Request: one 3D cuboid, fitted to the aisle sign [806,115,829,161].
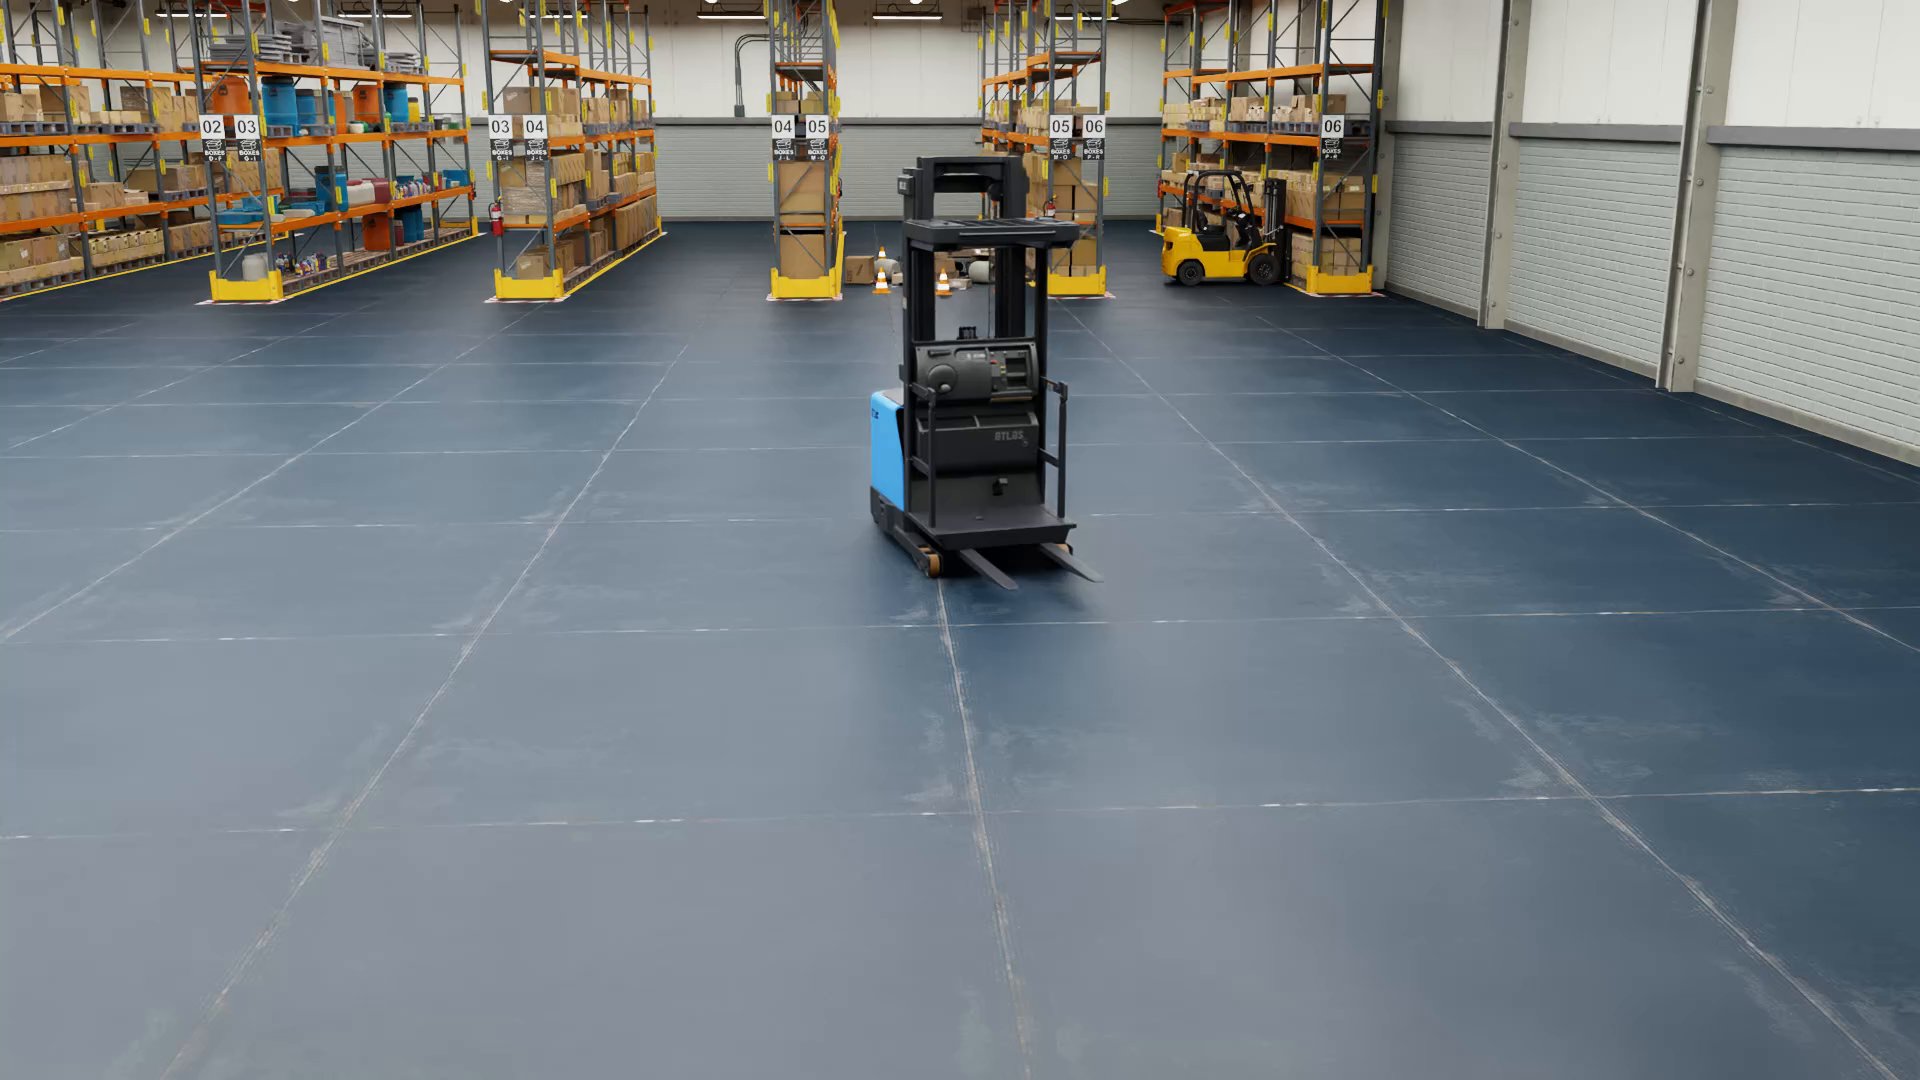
[{"bbox_3d":[-2.531,-7.141,29.545,0.394,0.787,0.004,-1,14,-3],"label":"aisle sign"}]

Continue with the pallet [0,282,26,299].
[{"bbox_3d":[-17.769,-4.531,30.213,1.003,0.211,1.213,-1,14,-3],"label":"pallet"}]

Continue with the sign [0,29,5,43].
[{"bbox_3d":[-22.826,-12.006,39.597,0.100,0.325,0.005,-1,14,-3],"label":"sign"}]

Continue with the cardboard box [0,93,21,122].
[{"bbox_3d":[-17.510,-7.881,30.294,0.500,0.500,0.500,-1,14,-3],"label":"cardboard box"}]

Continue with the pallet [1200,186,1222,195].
[{"bbox_3d":[6.432,-8.455,40.251,1.003,0.211,1.213,-1,14,-3],"label":"pallet"}]

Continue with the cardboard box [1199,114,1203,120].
[{"bbox_3d":[6.003,-10.244,40.261,0.380,0.149,0.250,-1,14,-2],"label":"cardboard box"}]

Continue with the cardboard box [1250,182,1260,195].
[{"bbox_3d":[6.480,-7.485,35.394,0.500,0.250,0.500,-1,14,-5],"label":"cardboard box"}]

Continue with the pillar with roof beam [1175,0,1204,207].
[{"bbox_3d":[2.497,-13.577,47.735,9.100,9.000,0.548,-1,14,-3],"label":"pillar with roof beam"}]

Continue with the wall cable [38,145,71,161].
[{"bbox_3d":[-24.638,-10.389,45.348,0.084,1.984,1.851,-1,14,-3],"label":"wall cable"}]

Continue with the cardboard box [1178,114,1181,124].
[{"bbox_3d":[5.967,-10.956,43.271,0.500,0.250,0.500,-1,14,-2],"label":"cardboard box"}]

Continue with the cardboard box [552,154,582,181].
[{"bbox_3d":[-7.705,-7.283,32.510,0.500,0.500,0.500,-1,14,-3],"label":"cardboard box"}]

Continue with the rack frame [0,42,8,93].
[{"bbox_3d":[-23.367,-11.504,39.679,1.000,3.000,0.127,-1,14,-3],"label":"rack frame"}]

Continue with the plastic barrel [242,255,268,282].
[{"bbox_3d":[-12.852,-4.928,30.311,0.421,0.512,0.421,0,14,0],"label":"plastic barrel"}]

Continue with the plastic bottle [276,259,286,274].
[{"bbox_3d":[-13.163,-5.305,32.208,0.152,0.276,0.135,-1,14,-3],"label":"plastic bottle"}]

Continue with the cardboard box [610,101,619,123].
[{"bbox_3d":[-8.436,-10.047,38.986,0.797,0.503,0.637,-1,14,-4],"label":"cardboard box"}]

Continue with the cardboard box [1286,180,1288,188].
[{"bbox_3d":[6.613,-7.030,32.825,0.380,0.149,0.250,-1,14,-5],"label":"cardboard box"}]

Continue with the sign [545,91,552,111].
[{"bbox_3d":[-7.250,-7.728,29.269,0.100,0.325,0.005,-1,14,-3],"label":"sign"}]

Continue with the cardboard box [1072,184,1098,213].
[{"bbox_3d":[2.346,-6.311,30.739,0.500,0.500,0.500,-1,14,-4],"label":"cardboard box"}]

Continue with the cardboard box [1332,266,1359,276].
[{"bbox_3d":[7.218,-5.071,31.392,0.500,0.250,0.500,-1,14,-3],"label":"cardboard box"}]

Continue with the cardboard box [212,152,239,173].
[{"bbox_3d":[-18.171,-9.330,41.063,0.500,0.500,0.500,-1,14,-2],"label":"cardboard box"}]

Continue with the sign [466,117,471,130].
[{"bbox_3d":[-13.179,-11.161,44.576,0.100,0.325,0.005,-1,14,-3],"label":"sign"}]

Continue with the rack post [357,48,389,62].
[{"bbox_3d":[-13.317,-10.805,37.115,0.954,0.300,0.937,-1,14,-3],"label":"rack post"}]

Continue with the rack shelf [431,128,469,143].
[{"bbox_3d":[-13.603,-10.353,42.670,1.077,0.370,4.000,-1,14,-3],"label":"rack shelf"}]

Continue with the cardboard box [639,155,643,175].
[{"bbox_3d":[-8.333,-9.508,42.161,0.500,0.500,0.500,-1,14,-3],"label":"cardboard box"}]

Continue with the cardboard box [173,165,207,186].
[{"bbox_3d":[-18.617,-8.807,40.192,0.700,0.500,0.500,-6,16,-22],"label":"cardboard box"}]

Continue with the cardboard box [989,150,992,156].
[{"bbox_3d":[1.027,-9.753,42.706,0.500,0.500,0.500,-1,14,-4],"label":"cardboard box"}]

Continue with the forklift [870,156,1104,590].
[{"bbox_3d":[0.192,-1.265,12.063,1.130,2.935,3.031,-4,15,-17],"label":"forklift"}]

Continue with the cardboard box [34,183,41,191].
[{"bbox_3d":[-17.619,-6.669,31.424,0.380,0.149,0.250,0,14,-2],"label":"cardboard box"}]

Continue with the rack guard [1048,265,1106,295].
[{"bbox_3d":[2.094,-4.805,30.699,1.175,0.500,0.348,-1,14,-3],"label":"rack guard"}]

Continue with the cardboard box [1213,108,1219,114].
[{"bbox_3d":[6.178,-10.122,39.231,0.380,0.149,0.250,-1,14,-5],"label":"cardboard box"}]

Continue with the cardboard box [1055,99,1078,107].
[{"bbox_3d":[2.174,-9.092,34.781,0.500,0.250,0.500,-1,14,-5],"label":"cardboard box"}]

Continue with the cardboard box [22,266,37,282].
[{"bbox_3d":[-17.556,-4.949,30.917,0.500,0.250,0.500,-1,14,-3],"label":"cardboard box"}]

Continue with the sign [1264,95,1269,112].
[{"bbox_3d":[6.264,-8.914,33.962,0.100,0.325,0.005,-1,14,-3],"label":"sign"}]

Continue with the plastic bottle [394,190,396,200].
[{"bbox_3d":[-12.910,-7.896,37.927,0.061,0.283,0.133,-1,14,-3],"label":"plastic bottle"}]

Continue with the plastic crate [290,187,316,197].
[{"bbox_3d":[-13.319,-6.909,33.730,0.402,0.464,0.583,-1,14,-3],"label":"plastic crate"}]

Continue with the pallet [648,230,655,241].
[{"bbox_3d":[-8.583,-7.972,43.588,1.003,0.211,1.213,-1,14,-3],"label":"pallet"}]

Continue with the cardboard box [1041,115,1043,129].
[{"bbox_3d":[1.782,-7.769,30.887,0.500,0.250,0.500,-1,14,-4],"label":"cardboard box"}]

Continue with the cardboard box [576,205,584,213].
[{"bbox_3d":[-7.727,-6.606,33.185,0.380,0.149,0.250,-1,14,-3],"label":"cardboard box"}]

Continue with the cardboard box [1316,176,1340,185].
[{"bbox_3d":[6.820,-6.667,30.818,0.380,0.149,0.250,-1,14,-3],"label":"cardboard box"}]

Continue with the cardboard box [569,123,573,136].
[{"bbox_3d":[-7.692,-7.853,31.808,0.500,0.250,0.500,-1,14,-4],"label":"cardboard box"}]

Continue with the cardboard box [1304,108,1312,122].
[{"bbox_3d":[6.683,-7.978,31.221,0.396,0.266,0.258,-1,14,-3],"label":"cardboard box"}]

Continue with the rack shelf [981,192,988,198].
[{"bbox_3d":[1.232,-9.130,43.936,1.077,0.370,4.000,-1,14,-3],"label":"rack shelf"}]

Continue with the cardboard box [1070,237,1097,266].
[{"bbox_3d":[2.323,-5.443,31.330,0.500,0.500,0.500,-1,14,-5],"label":"cardboard box"}]

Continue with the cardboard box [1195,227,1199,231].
[{"bbox_3d":[6.158,-7.796,41.478,0.500,0.500,0.500,-1,14,-4],"label":"cardboard box"}]

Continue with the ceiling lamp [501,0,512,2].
[{"bbox_3d":[-10.634,-14.320,38.908,0.800,3.185,2.000,-1,14,-3],"label":"ceiling lamp"}]

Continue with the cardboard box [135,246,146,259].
[{"bbox_3d":[-17.835,-6.173,35.673,0.500,0.250,0.500,-1,14,-2],"label":"cardboard box"}]

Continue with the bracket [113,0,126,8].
[{"bbox_3d":[-24.464,-15.598,48.368,0.235,0.232,0.430,-1,14,-3],"label":"bracket"}]

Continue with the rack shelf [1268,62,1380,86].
[{"bbox_3d":[6.929,-8.935,31.940,1.077,0.370,4.000,-1,14,-3],"label":"rack shelf"}]

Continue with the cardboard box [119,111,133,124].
[{"bbox_3d":[-18.040,-9.023,35.513,0.500,0.250,0.500,0,14,-2],"label":"cardboard box"}]

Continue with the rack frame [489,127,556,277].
[{"bbox_3d":[-7.792,-5.844,29.719,1.000,3.000,0.127,-1,14,-3],"label":"rack frame"}]

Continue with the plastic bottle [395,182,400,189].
[{"bbox_3d":[-13.171,-8.195,38.955,0.144,0.351,0.185,-1,14,-3],"label":"plastic bottle"}]

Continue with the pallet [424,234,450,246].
[{"bbox_3d":[-13.563,-7.584,42.077,1.003,0.211,1.213,-1,14,-3],"label":"pallet"}]
